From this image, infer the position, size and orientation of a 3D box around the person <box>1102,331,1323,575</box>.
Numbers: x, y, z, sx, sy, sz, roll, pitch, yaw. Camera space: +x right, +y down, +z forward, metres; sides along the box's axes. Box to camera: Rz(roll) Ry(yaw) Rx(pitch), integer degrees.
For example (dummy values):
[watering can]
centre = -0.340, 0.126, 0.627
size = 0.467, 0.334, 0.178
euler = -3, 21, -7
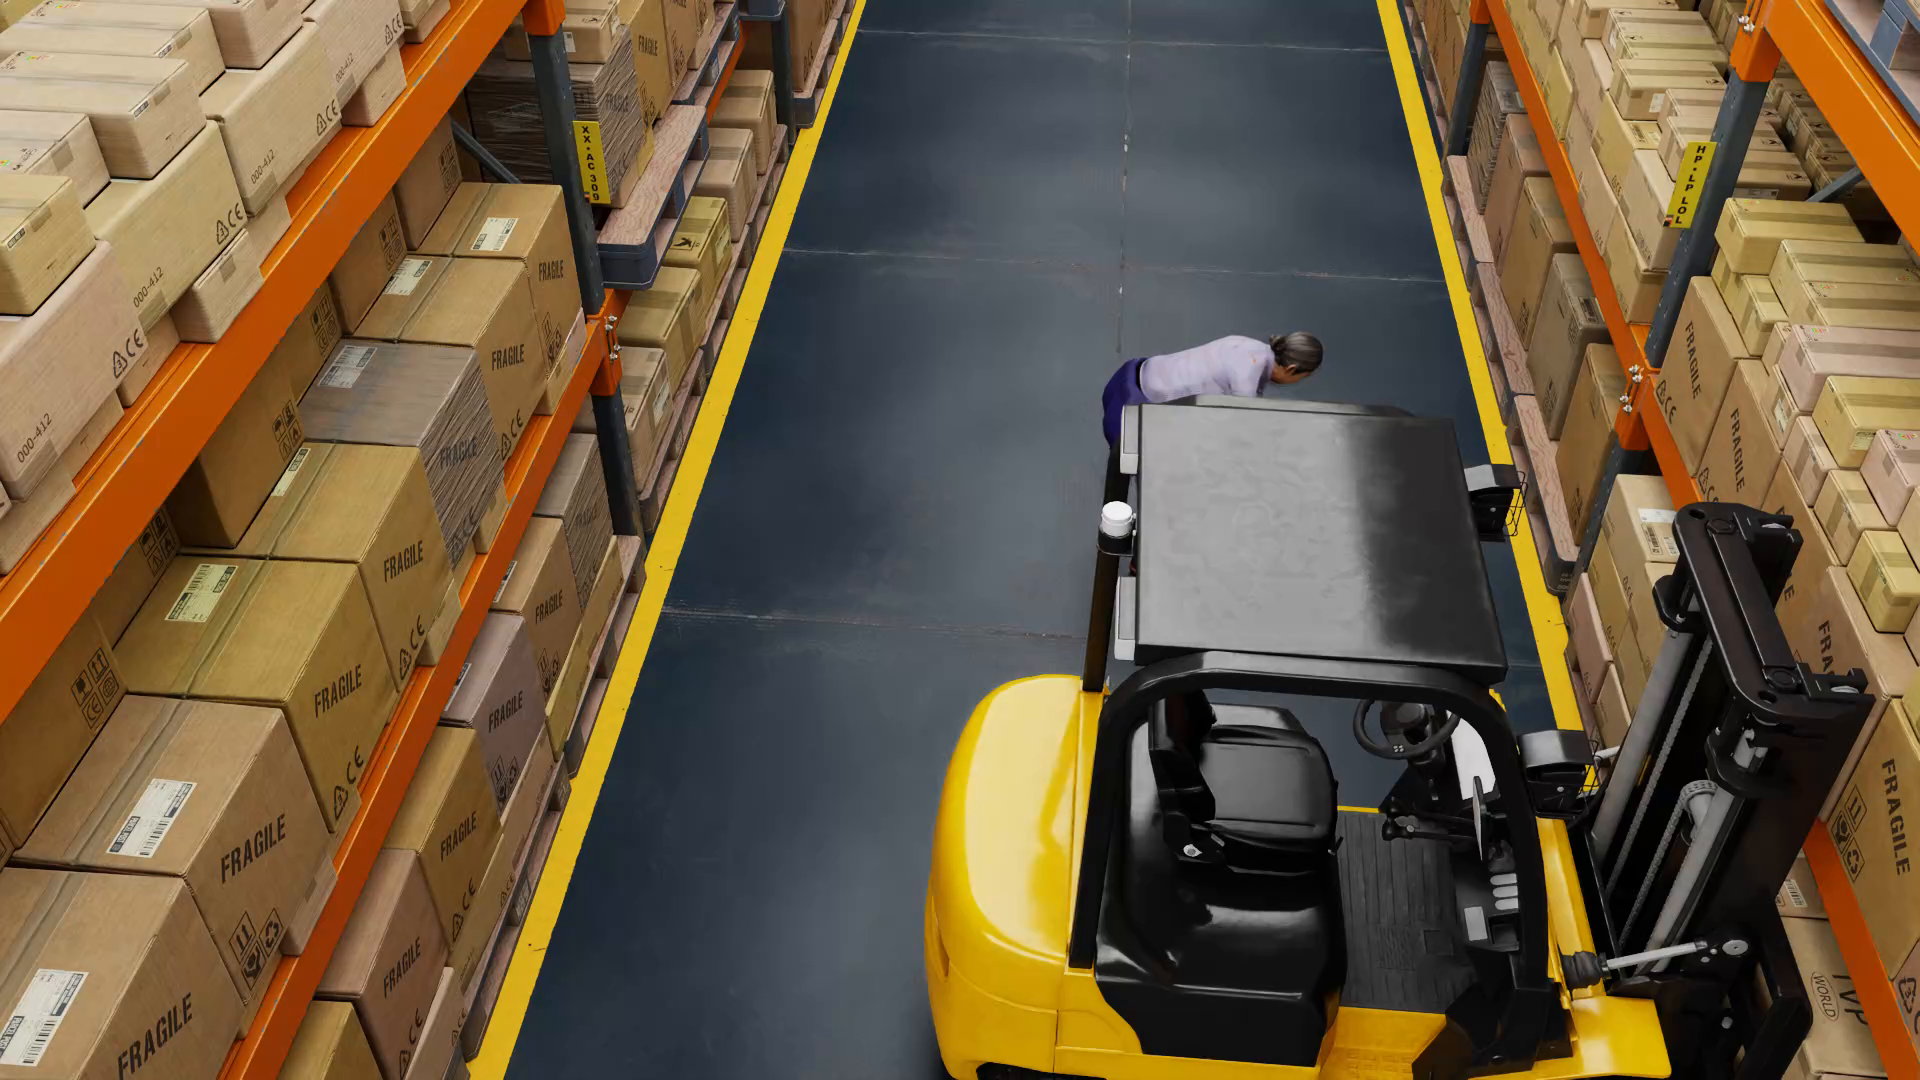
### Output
[person]
centre = 1.018, -0.376, 6.982
size = 0.865, 1.172, 0.469
euler = 2, 40, 2
